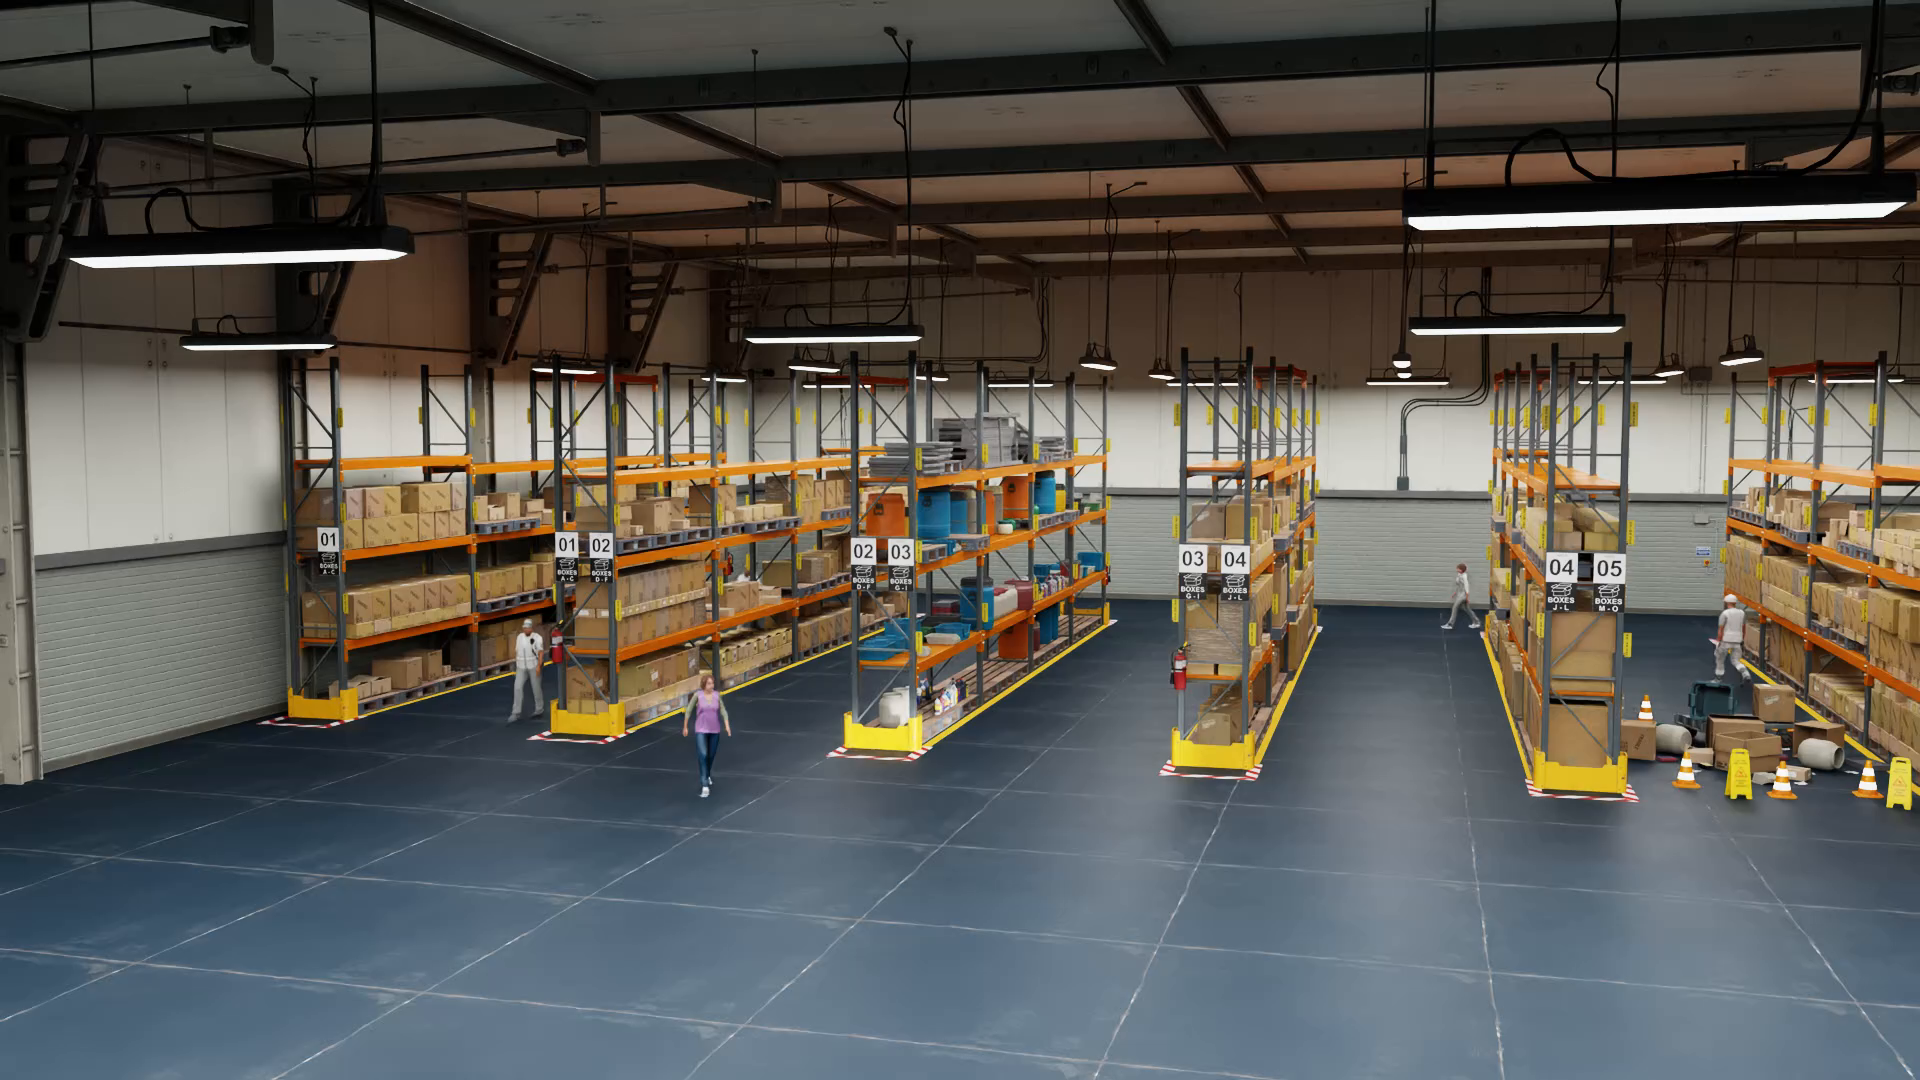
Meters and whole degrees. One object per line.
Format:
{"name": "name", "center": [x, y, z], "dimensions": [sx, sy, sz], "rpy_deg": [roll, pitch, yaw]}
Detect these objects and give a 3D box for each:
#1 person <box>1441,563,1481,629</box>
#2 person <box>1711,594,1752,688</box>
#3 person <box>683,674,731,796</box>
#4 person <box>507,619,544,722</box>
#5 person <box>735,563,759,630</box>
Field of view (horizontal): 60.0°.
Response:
{"name": "person", "center": [11.837, 1.324, 39.280], "dimensions": [0.924, 1.541, 0.404], "rpy_deg": [1, 4, 12]}
{"name": "person", "center": [14.215, 1.878, 30.684], "dimensions": [0.596, 1.763, 0.873], "rpy_deg": [-1, 4, -7]}
{"name": "person", "center": [-3.393, 2.584, 22.341], "dimensions": [0.542, 1.574, 0.823], "rpy_deg": [-2, 5, -28]}
{"name": "person", "center": [-7.203, 2.147, 27.708], "dimensions": [0.518, 1.660, 0.778], "rpy_deg": [0, 4, 3]}
{"name": "person", "center": [-4.806, 1.373, 37.288], "dimensions": [0.631, 1.735, 0.956], "rpy_deg": [1, 4, 16]}
